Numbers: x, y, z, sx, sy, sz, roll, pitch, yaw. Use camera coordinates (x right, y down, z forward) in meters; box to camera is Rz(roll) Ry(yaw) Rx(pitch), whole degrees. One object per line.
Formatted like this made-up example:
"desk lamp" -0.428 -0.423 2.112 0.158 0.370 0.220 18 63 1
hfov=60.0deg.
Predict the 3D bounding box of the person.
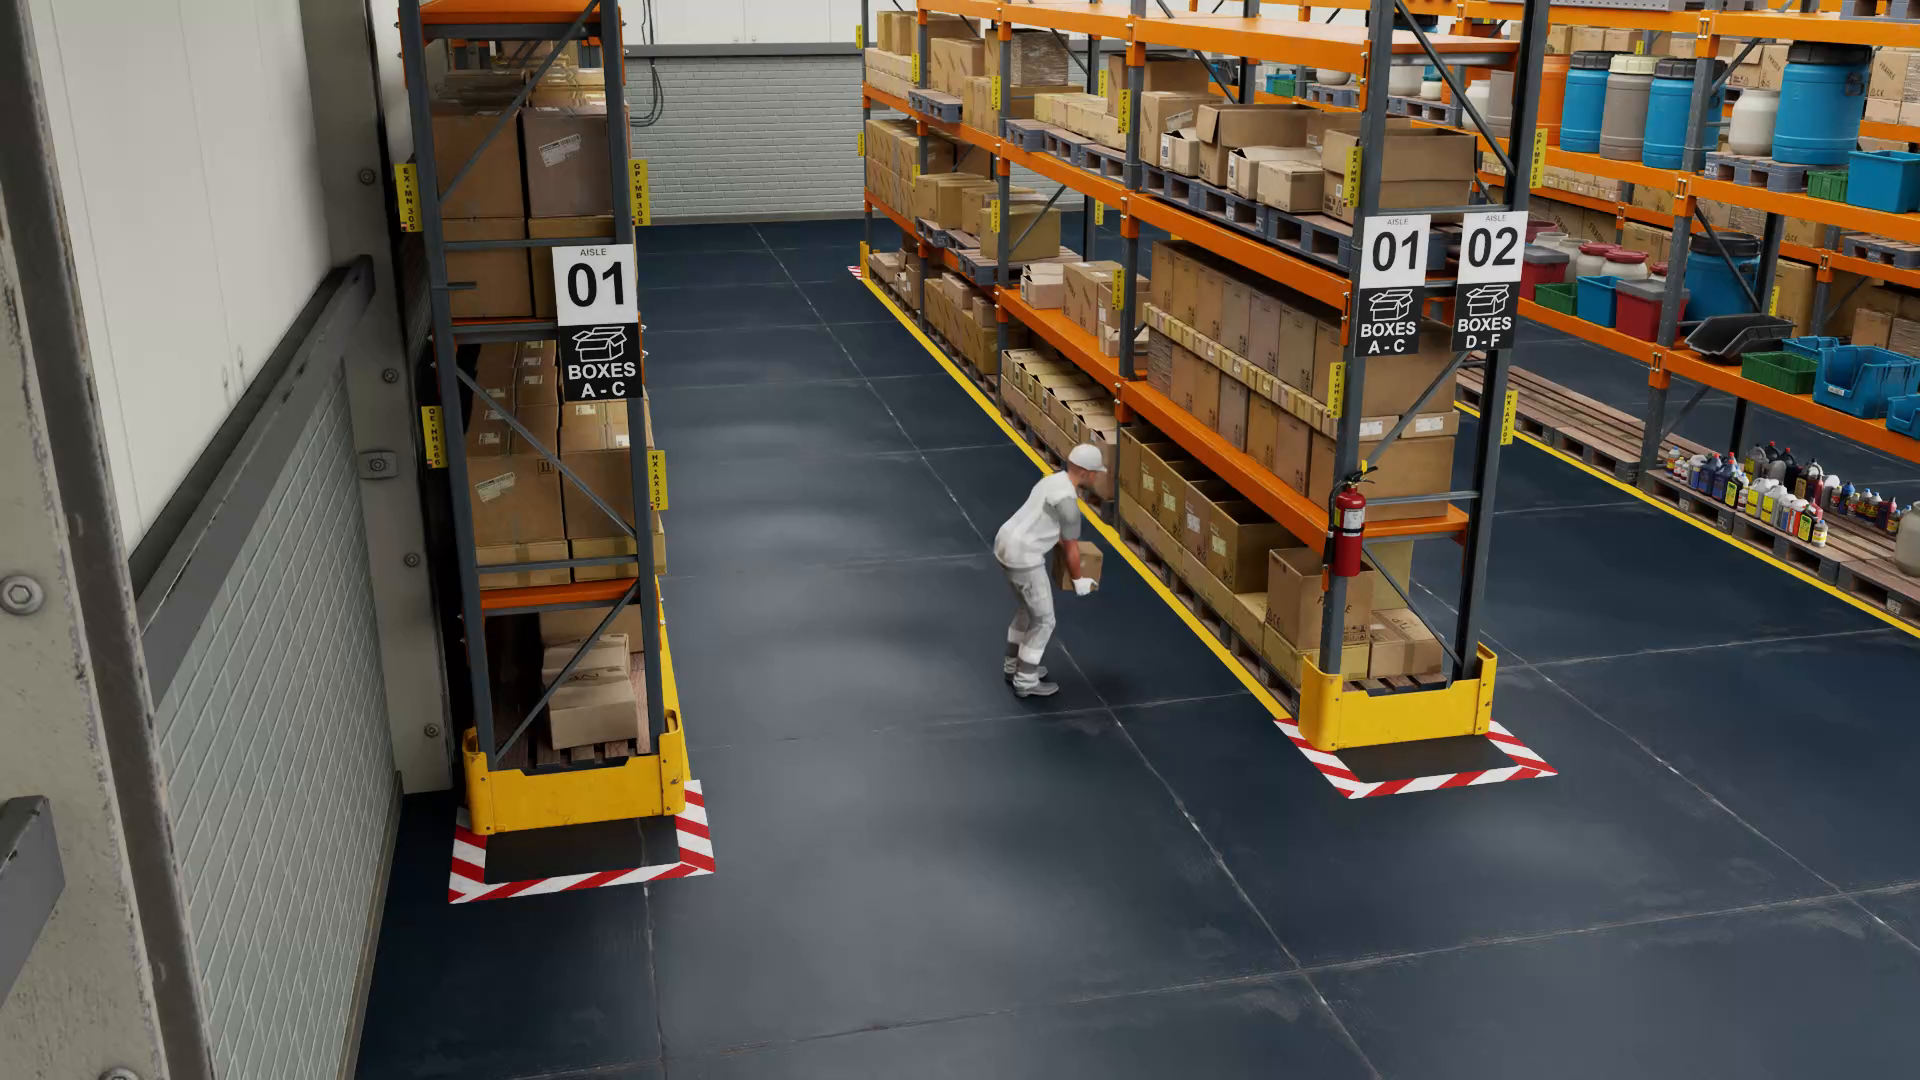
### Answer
"person" 0.592 0.180 10.759 0.739 1.628 0.492 -5 20 -14
